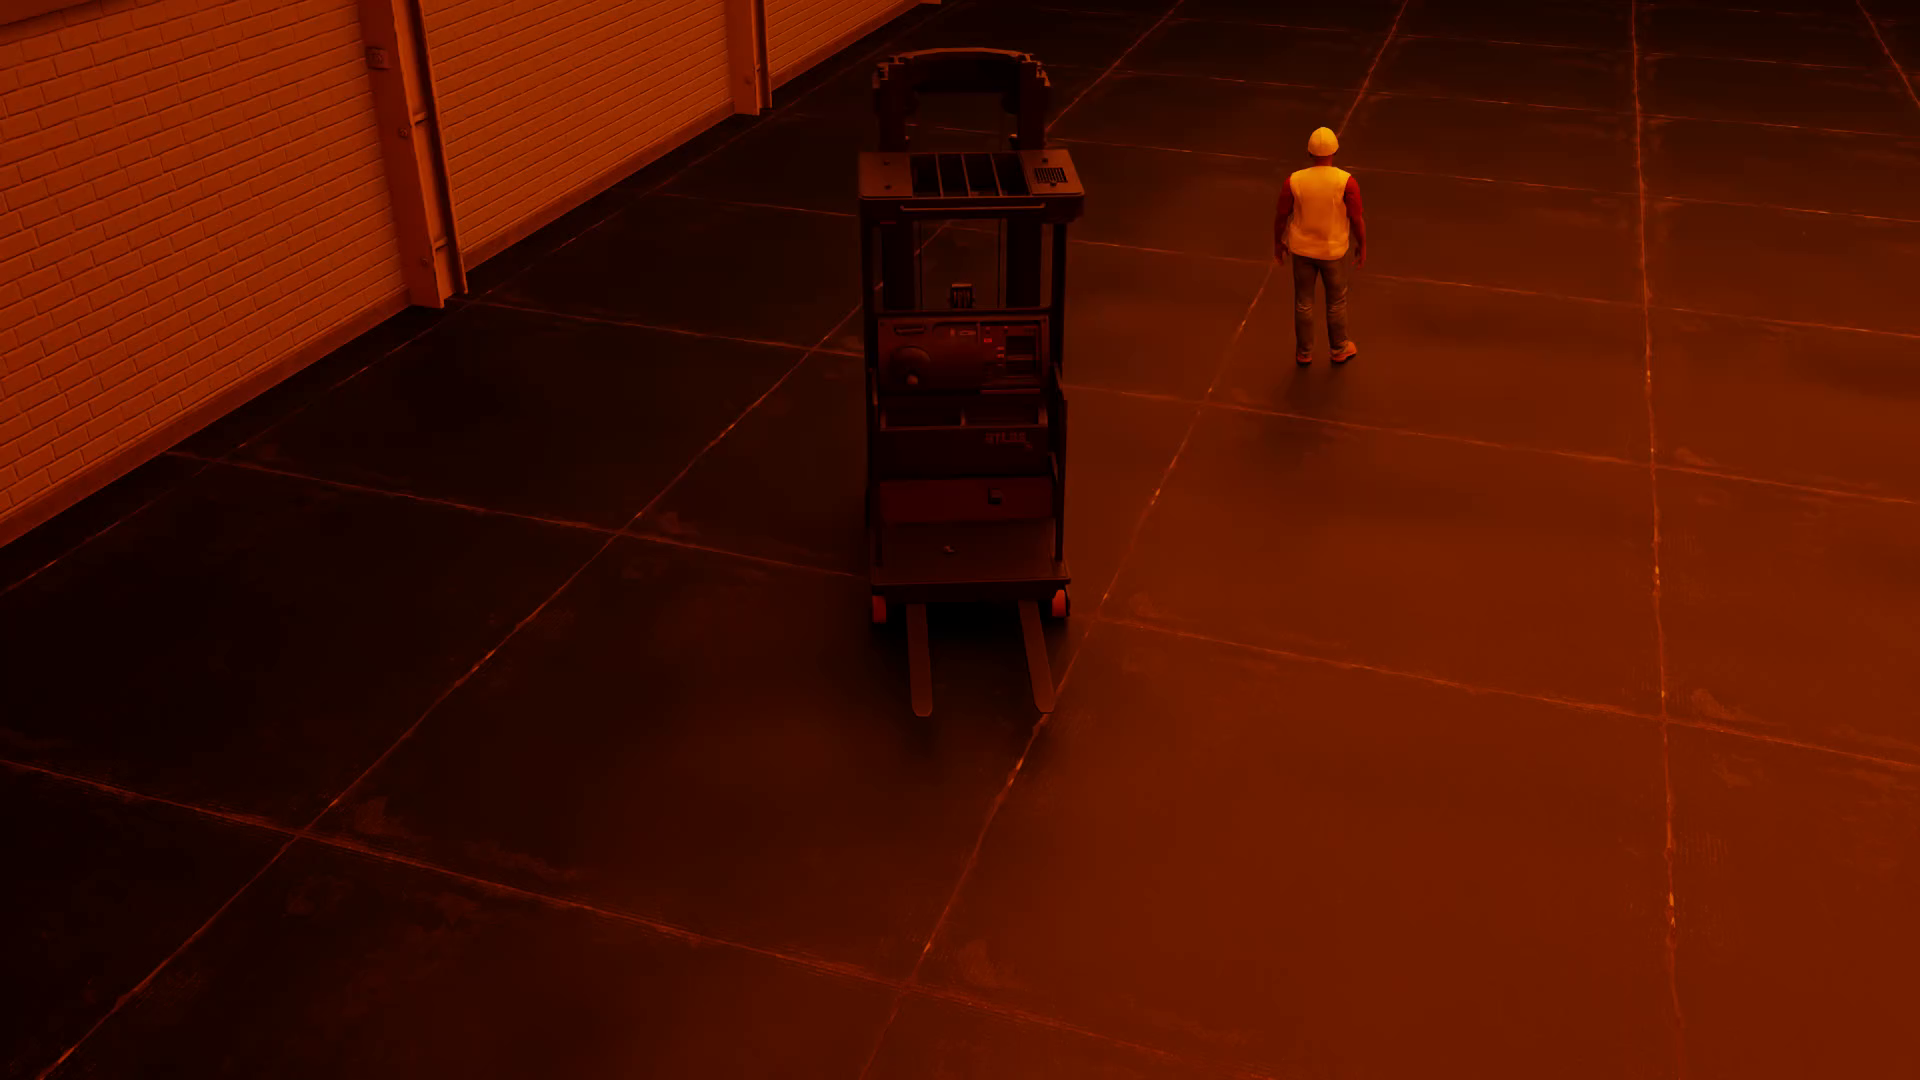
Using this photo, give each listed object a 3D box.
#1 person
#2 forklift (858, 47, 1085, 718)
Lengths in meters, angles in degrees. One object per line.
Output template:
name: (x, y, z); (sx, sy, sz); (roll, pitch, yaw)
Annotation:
person: (2.616, -2.138, 12.048); (0.666, 1.765, 0.578); (11, 32, 19)
forklift: (0.035, -0.972, 8.842); (1.130, 2.935, 3.031); (-2, 30, -3)
